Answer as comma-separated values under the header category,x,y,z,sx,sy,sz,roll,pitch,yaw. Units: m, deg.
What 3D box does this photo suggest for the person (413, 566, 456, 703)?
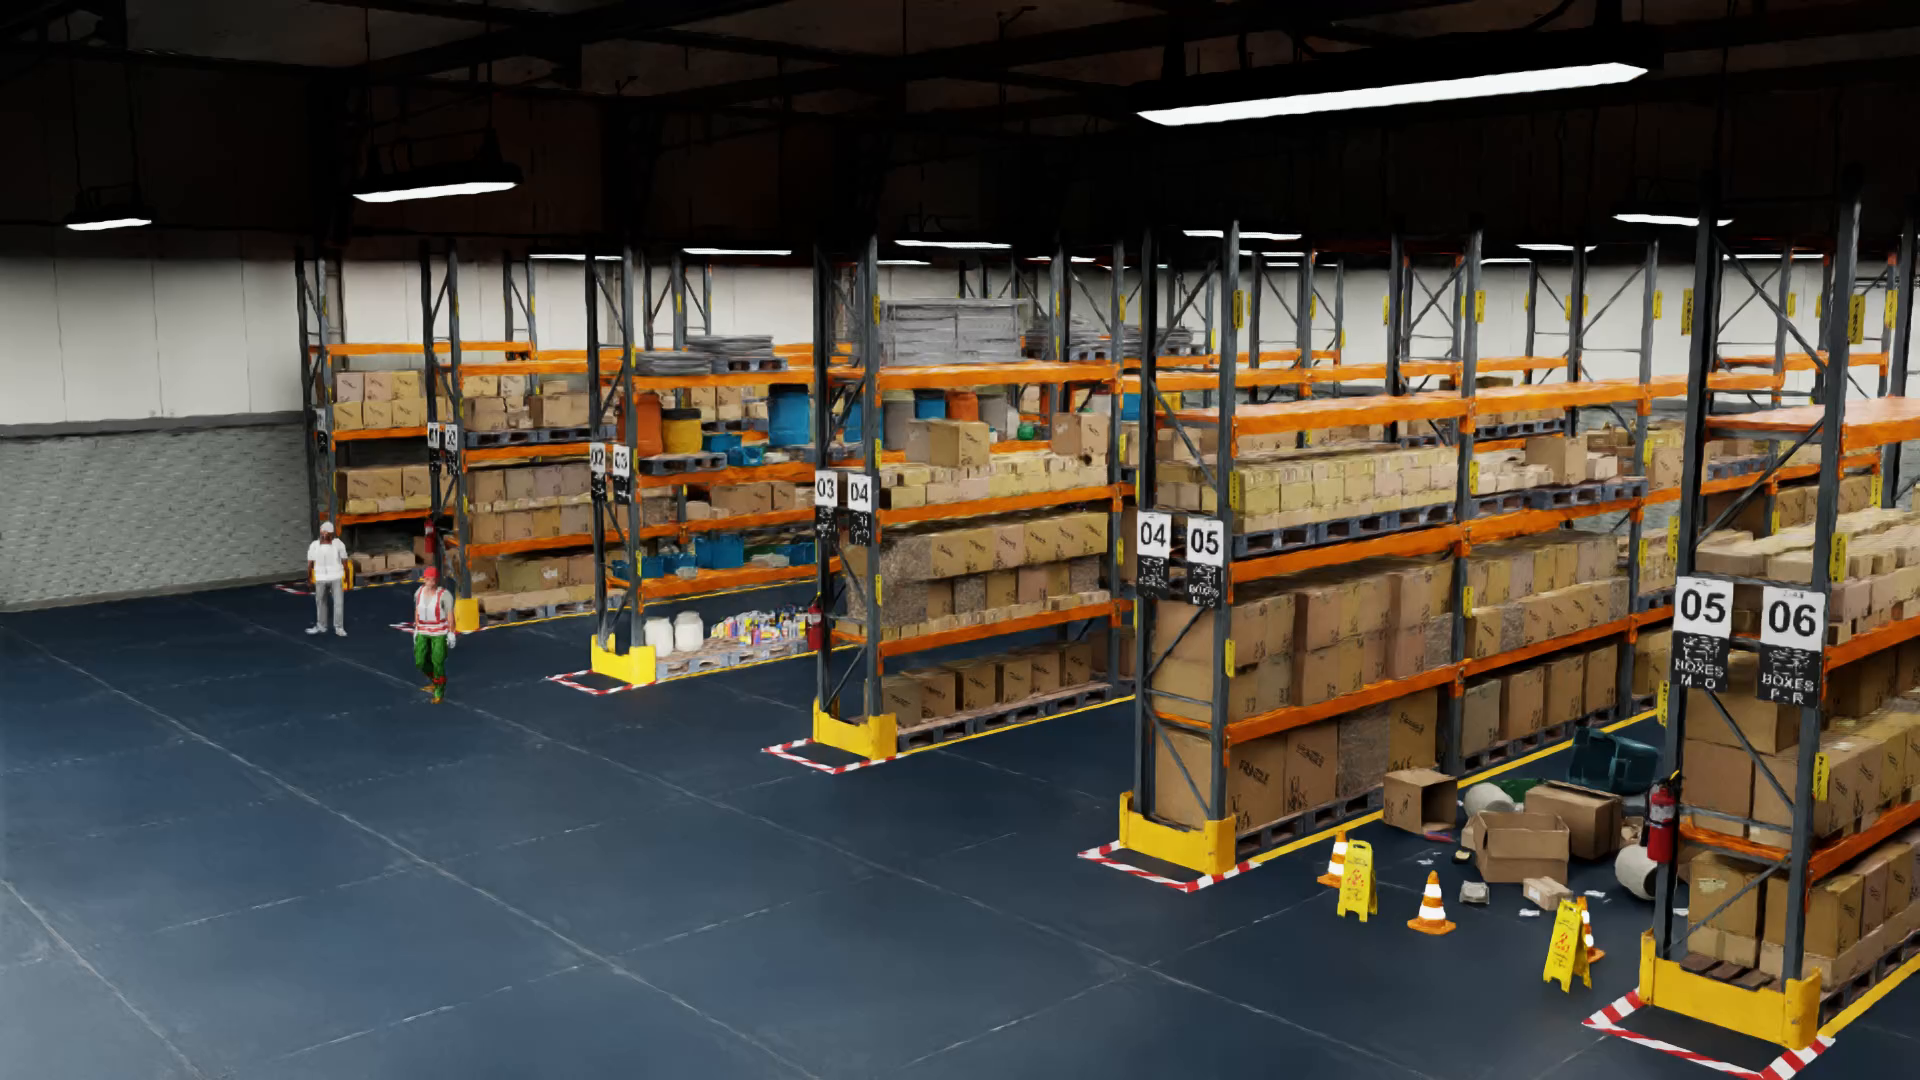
category,x,y,z,sx,sy,sz,roll,pitch,yaw
person,-6.704,1.187,21.241,0.591,1.780,0.573,2,9,12

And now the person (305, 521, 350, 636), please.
category,x,y,z,sx,sy,sz,roll,pitch,yaw
person,-9.704,0.583,25.388,0.708,1.767,0.466,-1,8,-5

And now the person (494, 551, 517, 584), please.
category,x,y,z,sx,sy,sz,roll,pitch,yaw
person,-7.853,0.168,28.506,1.115,1.648,0.543,-7,11,-40
